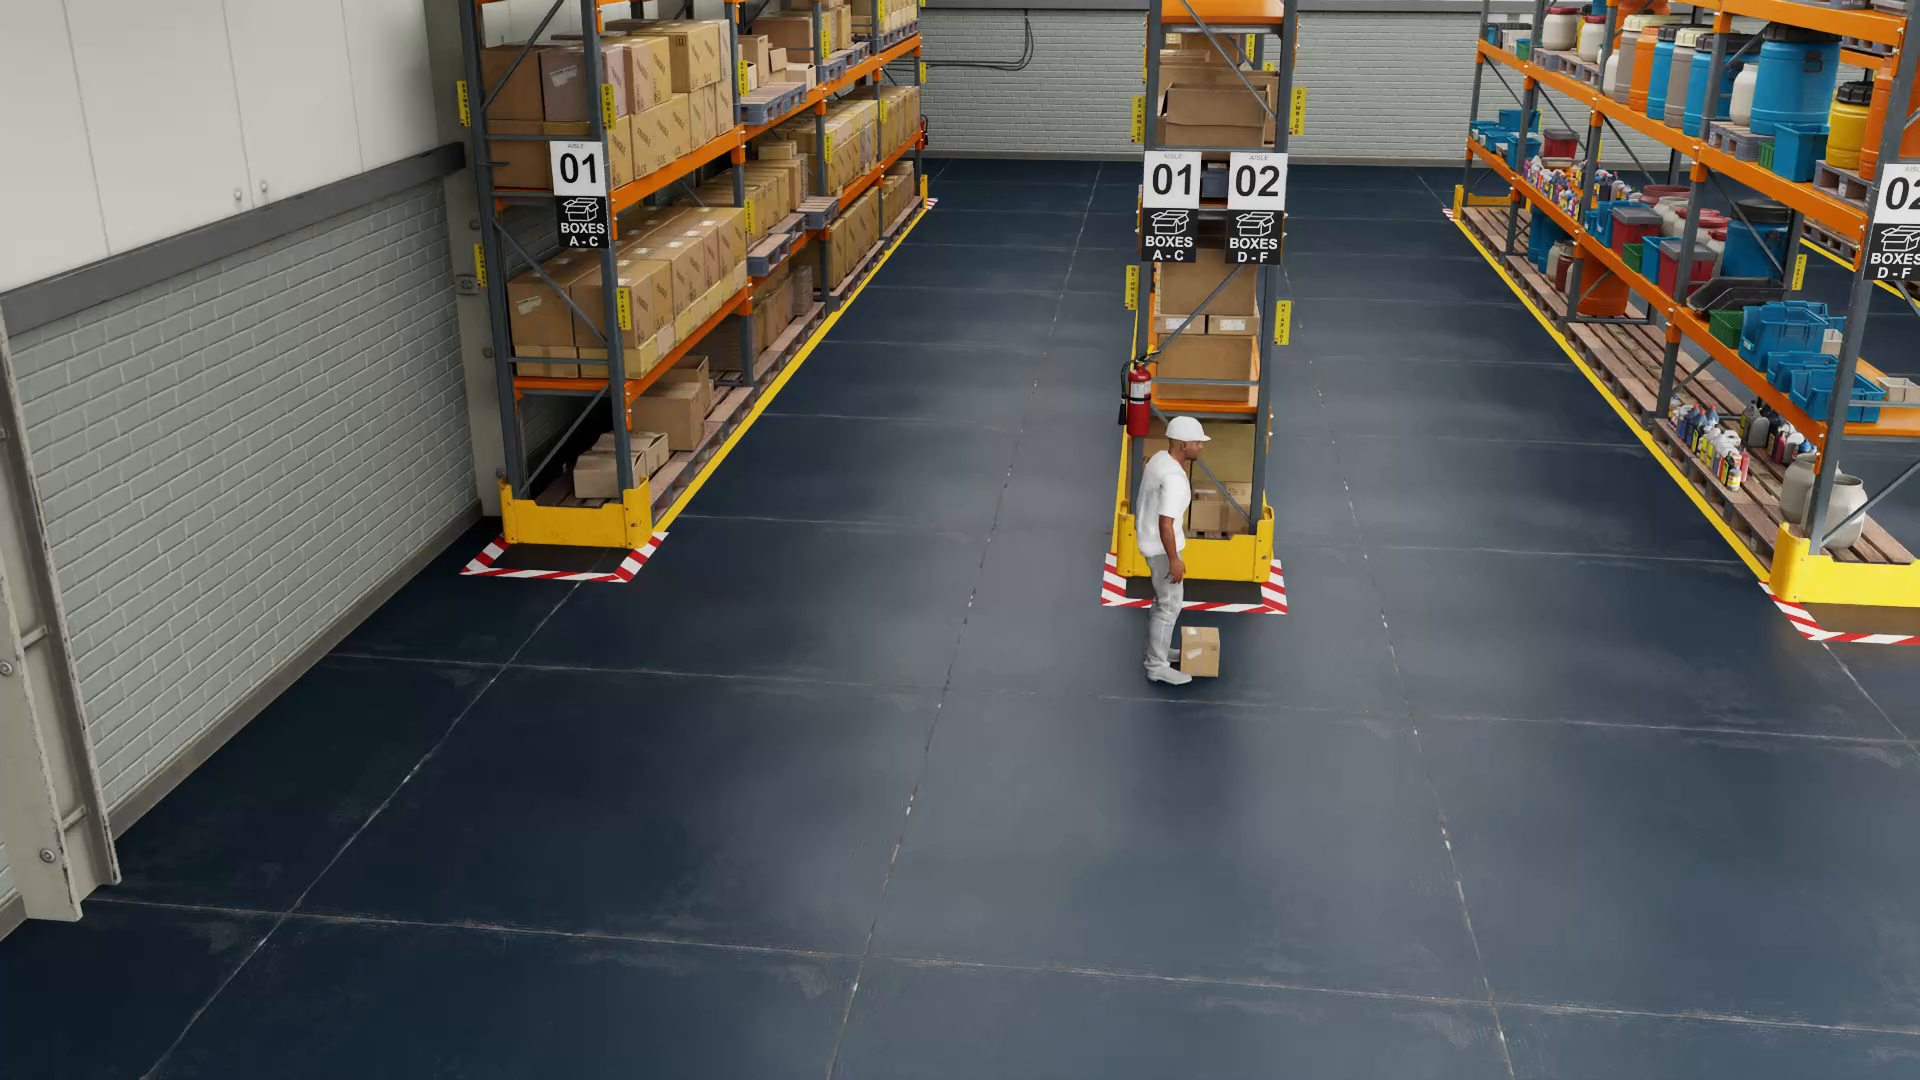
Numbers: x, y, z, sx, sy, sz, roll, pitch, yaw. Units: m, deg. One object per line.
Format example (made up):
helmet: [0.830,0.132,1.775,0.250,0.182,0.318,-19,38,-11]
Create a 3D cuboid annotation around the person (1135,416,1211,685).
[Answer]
person: [1.383,0.038,10.960,0.460,1.759,0.634,1,21,3]
